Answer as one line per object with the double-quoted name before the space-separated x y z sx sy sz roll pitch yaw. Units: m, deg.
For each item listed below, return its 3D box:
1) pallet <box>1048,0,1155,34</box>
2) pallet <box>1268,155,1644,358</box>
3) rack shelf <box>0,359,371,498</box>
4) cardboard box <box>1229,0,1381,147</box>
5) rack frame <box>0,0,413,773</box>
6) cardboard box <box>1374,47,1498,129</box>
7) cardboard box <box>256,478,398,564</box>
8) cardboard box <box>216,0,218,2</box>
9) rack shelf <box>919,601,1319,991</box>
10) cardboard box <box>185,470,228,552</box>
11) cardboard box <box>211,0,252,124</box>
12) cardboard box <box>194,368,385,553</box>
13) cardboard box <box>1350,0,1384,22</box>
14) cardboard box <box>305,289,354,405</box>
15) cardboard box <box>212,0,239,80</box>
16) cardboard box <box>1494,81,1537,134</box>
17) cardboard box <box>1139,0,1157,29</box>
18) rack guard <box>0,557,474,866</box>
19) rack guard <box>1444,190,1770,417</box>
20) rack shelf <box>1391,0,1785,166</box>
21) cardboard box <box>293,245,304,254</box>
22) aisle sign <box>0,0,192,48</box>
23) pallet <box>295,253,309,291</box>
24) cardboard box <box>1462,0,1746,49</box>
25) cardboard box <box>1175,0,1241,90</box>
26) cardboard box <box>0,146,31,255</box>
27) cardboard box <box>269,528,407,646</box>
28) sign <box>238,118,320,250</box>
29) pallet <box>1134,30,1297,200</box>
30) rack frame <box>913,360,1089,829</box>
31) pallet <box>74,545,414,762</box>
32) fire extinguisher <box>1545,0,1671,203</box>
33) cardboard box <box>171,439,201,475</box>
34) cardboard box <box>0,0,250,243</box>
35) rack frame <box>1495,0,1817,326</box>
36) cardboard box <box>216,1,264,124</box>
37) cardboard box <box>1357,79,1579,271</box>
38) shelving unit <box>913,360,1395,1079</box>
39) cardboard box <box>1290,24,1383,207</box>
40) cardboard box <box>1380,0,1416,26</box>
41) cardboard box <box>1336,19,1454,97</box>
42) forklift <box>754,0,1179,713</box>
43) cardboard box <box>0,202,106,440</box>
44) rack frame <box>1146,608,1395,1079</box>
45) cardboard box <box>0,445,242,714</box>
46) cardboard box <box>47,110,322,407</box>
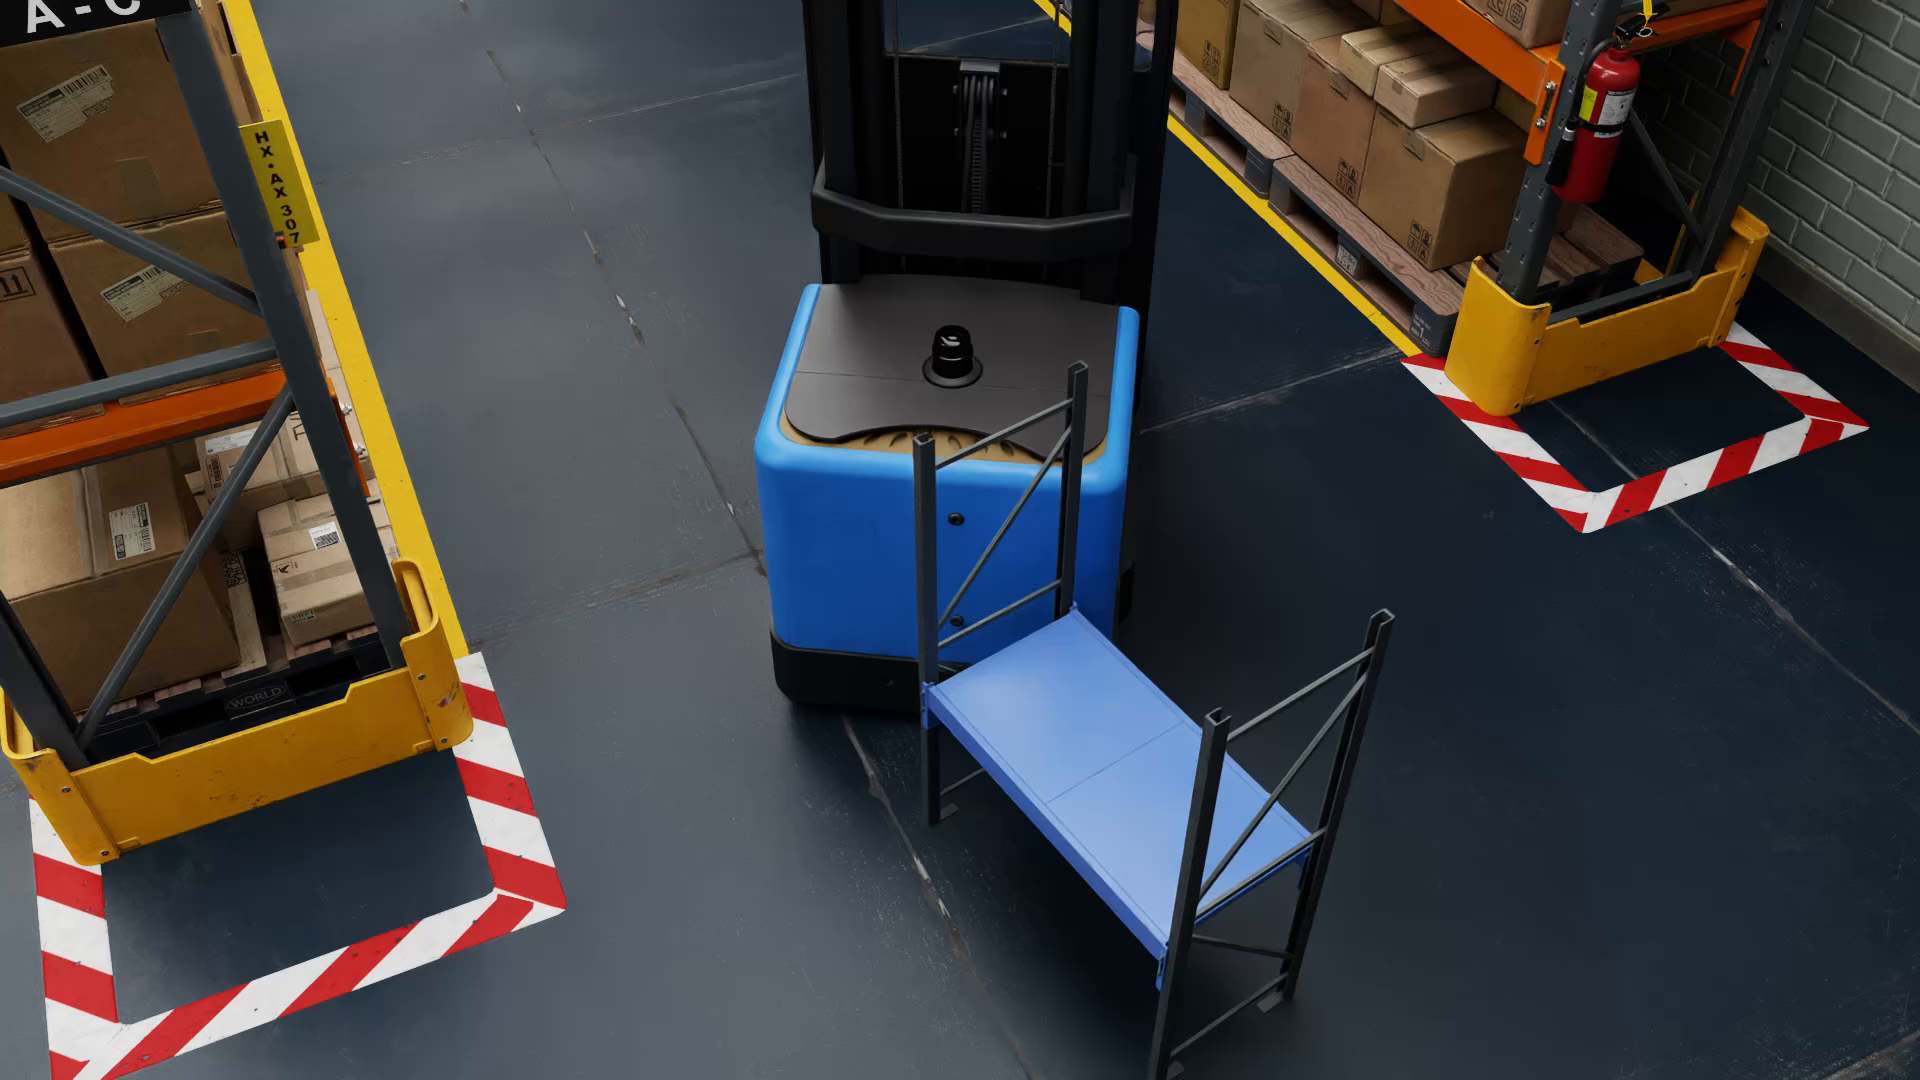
"pallet" 1.002 -2.859 8.497 1.003 0.211 1.213 -18 47 -17
"pallet" 2.028 -1.304 6.922 1.003 0.211 1.213 -18 47 -17
"rack shelf" -2.898 -1.364 5.509 1.077 0.370 4.000 -18 47 -17
"cardboard box" 1.628 -2.126 7.250 0.700 0.500 0.500 -19 48 -19
"rack frame" -2.057 -0.345 3.964 1.000 3.000 0.127 -18 47 -17
"cardboard box" 1.831 -1.746 6.402 0.380 0.149 0.250 -19 48 -18
"cardboard box" -2.027 -0.021 5.340 0.380 0.166 0.250 -18 47 -17
"cardboard box" -3.722 -2.541 7.656 0.500 0.500 0.500 -20 48 -19
"rack shelf" 0.397 0.624 4.306 0.538 0.185 1.000 -27 50 -24
"cardboard box" -2.598 -0.052 5.371 0.380 0.166 0.250 -18 47 -17
"cardboard box" -2.435 -1.389 4.951 0.500 0.500 0.500 -18 47 -18
"cardboard box" -2.239 -0.272 5.534 0.500 0.250 0.500 -18 47 -17
"cardboard box" 1.858 -2.341 7.006 0.380 0.149 0.250 -17 47 -17
"cardboard box" -2.449 -0.591 5.857 0.500 0.250 0.500 -18 47 -17
"cardboard box" -2.644 -1.708 5.274 0.500 0.500 0.500 -17 47 -17
"cardboard box" 2.284 -1.697 6.353 0.380 0.149 0.250 -18 47 -17
"cardboard box" 1.183 -2.791 7.924 0.700 0.500 0.500 -18 48 -18
"rack guard" -2.089 0.496 4.891 1.175 0.500 0.348 -18 47 -17
"rack guard" 2.446 -0.905 6.312 1.175 0.500 0.348 -18 47 -17
"rack shelf" 1.594 -2.829 6.994 1.077 0.370 4.000 -18 47 -17
"cardboard box" -2.927 -1.336 6.570 0.500 0.311 0.500 -18 47 -17
"aisle sign" -1.762 -1.314 3.095 0.394 0.787 0.004 -18 47 -17
"pallet" -2.935 -0.685 6.294 1.003 0.211 1.213 -18 47 -17
"cardboard box" 2.212 -2.239 5.670 0.980 0.700 0.700 -16 47 -16
"cardboard box" 1.397 -2.463 7.592 0.700 0.500 0.500 -17 47 -16
"cardboard box" -2.494 -0.939 3.783 0.500 0.500 0.500 -18 48 -18
"cardboard box" -1.922 0.145 5.184 0.380 0.149 0.250 -18 47 -17
"sign" -1.565 -0.814 3.823 0.100 0.325 0.005 -18 47 -17
"pallet" 1.519 -2.081 7.708 1.003 0.211 1.213 -18 47 -17
"rack frame" 0.102 0.205 4.474 0.500 1.500 0.032 -27 50 -24
"pallet" -2.426 0.091 5.507 1.003 0.211 1.213 -18 47 -17
"fire extinguisher" 2.080 -1.418 5.372 0.296 0.674 0.183 -18 47 -17
"cardboard box" -2.882 -0.411 5.675 0.500 0.250 0.500 -18 47 -17
"cardboard box" -2.005 -1.097 3.943 0.500 0.500 0.500 -17 47 -16
"rack frame" 2.435 -1.810 5.449 1.000 3.000 0.127 -18 47 -17
"cardboard box" -3.242 -1.882 6.988 0.500 0.500 0.500 -18 47 -17
"cardboard box" 2.050 -1.487 6.602 0.700 0.500 0.500 -18 47 -17
"shelving unit" 0.397 0.496 4.180 0.538 1.500 1.048 -27 50 -24
"cardboard box" 1.840 -1.806 6.925 0.700 0.500 0.500 -18 47 -18
"cardboard box" 1.966 -2.179 6.842 0.380 0.149 0.250 -18 47 -17
"cardboard box" 1.723 -1.908 6.567 0.380 0.149 0.250 -17 47 -16
"forklift" 0.117 -1.511 5.194 1.130 2.935 3.031 5 45 5
"cardboard box" -2.493 -0.586 4.137 0.500 0.500 0.500 -17 47 -16
"rack frame" 0.693 0.786 3.885 0.500 1.500 0.032 -27 50 -24
"cardboard box" -2.510 0.114 4.965 0.500 0.500 0.500 -18 47 -17
"cardboard box" -2.005 -0.741 4.295 0.500 0.500 0.500 -17 47 -17
